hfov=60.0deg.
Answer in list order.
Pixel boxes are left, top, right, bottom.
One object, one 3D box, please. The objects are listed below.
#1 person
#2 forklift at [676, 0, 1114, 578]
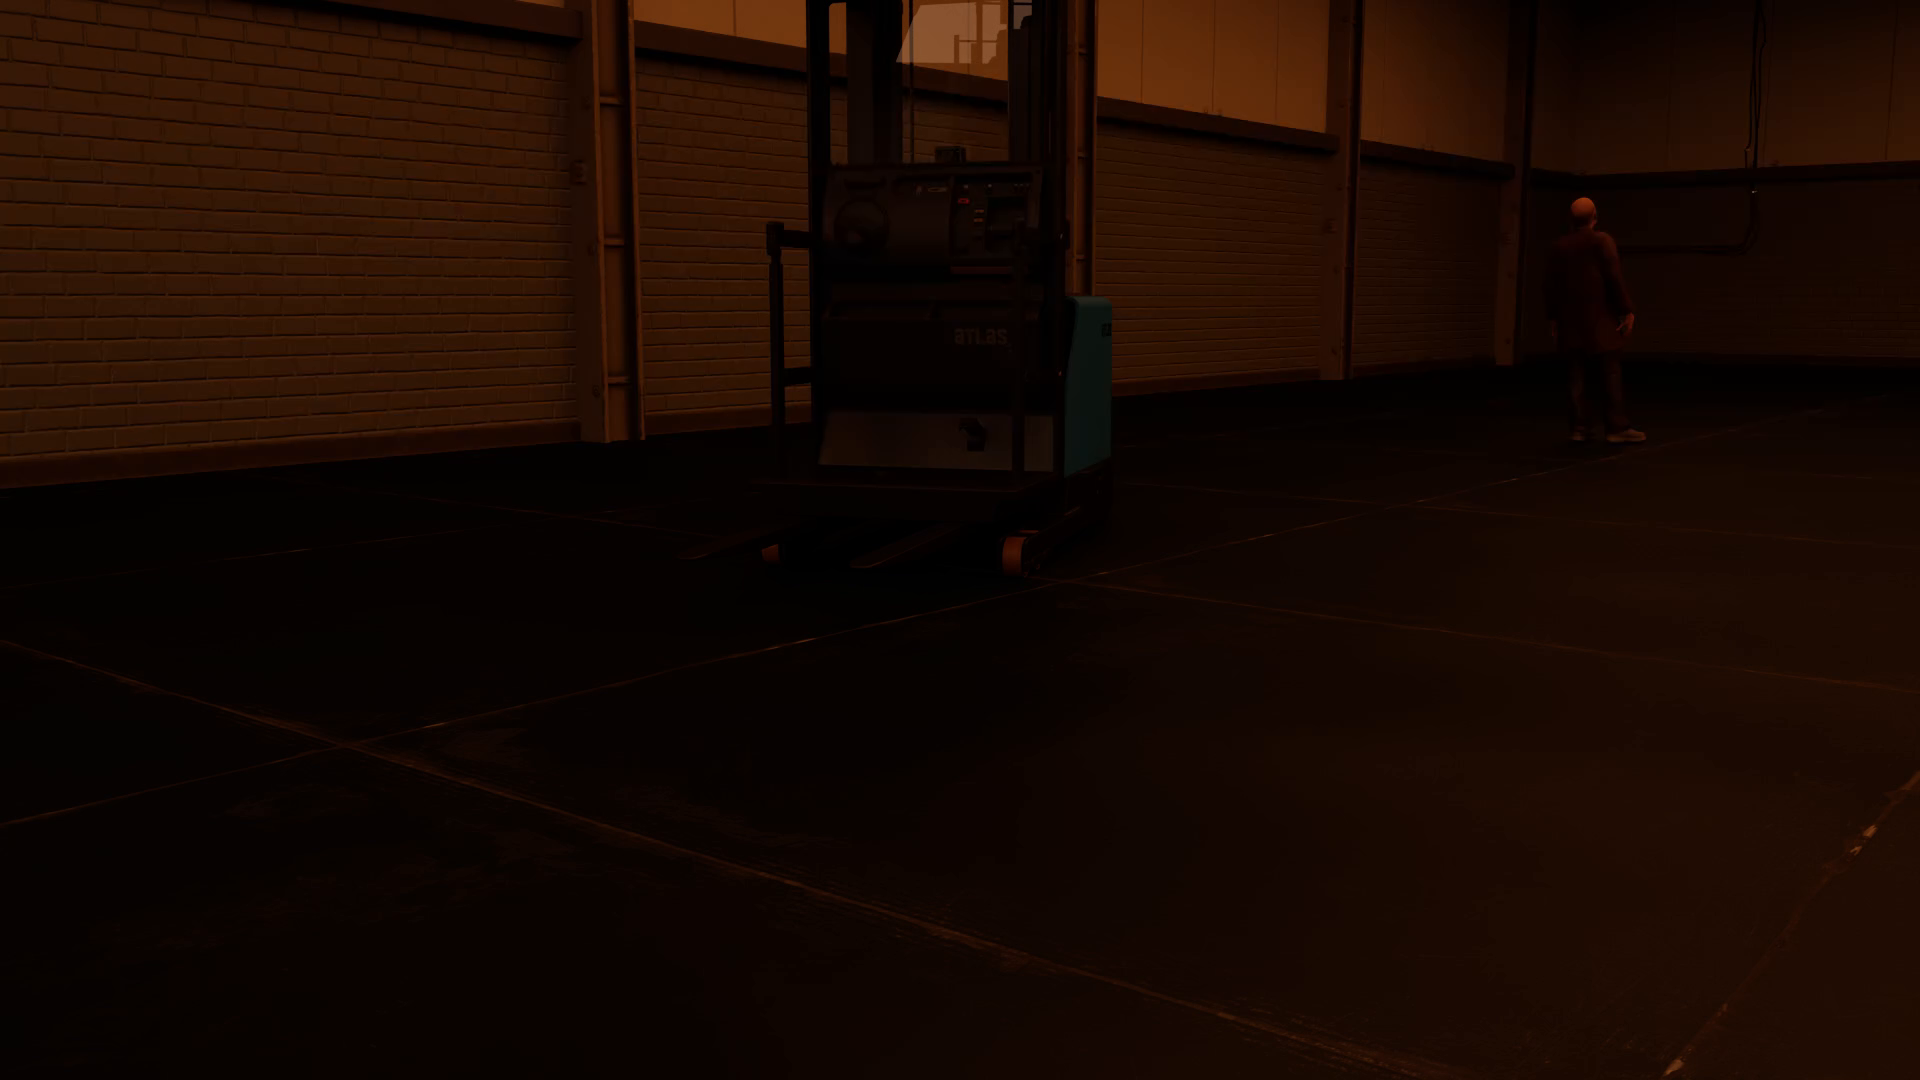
[{"bbox_3d":[4.679,-1.617,12.265,0.582,1.775,0.695,-7,11,-39],"label":"person"},{"bbox_3d":[-0.176,-1.366,6.616,1.130,2.935,3.031,3,9,17],"label":"forklift"}]
